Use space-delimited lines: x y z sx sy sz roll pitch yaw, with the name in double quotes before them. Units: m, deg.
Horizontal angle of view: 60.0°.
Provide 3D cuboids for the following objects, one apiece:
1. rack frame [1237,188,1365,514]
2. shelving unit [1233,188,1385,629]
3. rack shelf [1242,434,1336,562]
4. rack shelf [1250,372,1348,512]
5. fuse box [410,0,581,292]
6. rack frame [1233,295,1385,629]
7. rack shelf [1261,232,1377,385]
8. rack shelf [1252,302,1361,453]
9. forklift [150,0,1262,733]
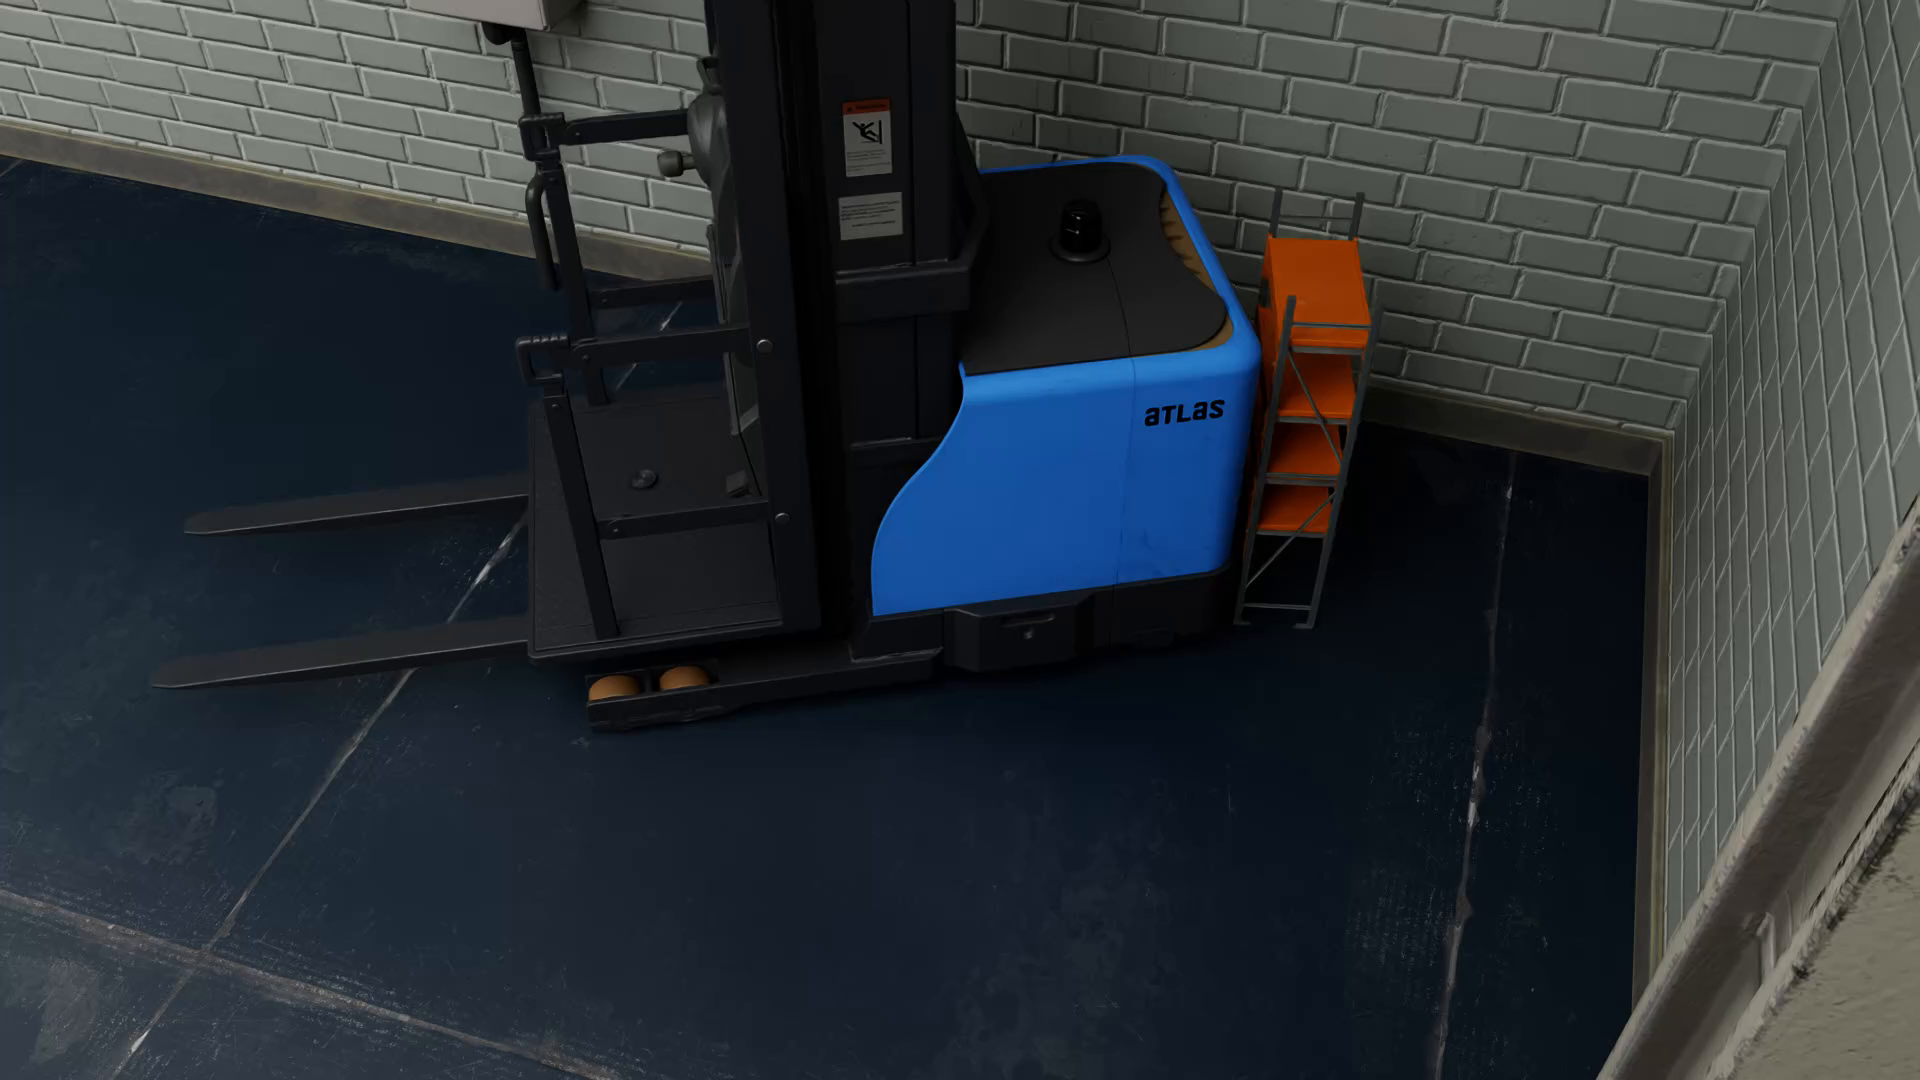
"rack frame" 0.974 -0.514 4.917 0.240 1.200 0.015 3 44 3
"shelving unit" 0.957 -0.343 4.743 0.258 1.200 0.503 3 44 3
"rack shelf" 0.957 -0.153 4.929 0.258 0.148 0.480 3 44 3
"rack shelf" 0.957 -0.295 4.790 0.258 0.148 0.480 3 44 3
"fuse box" -1.511 -1.529 5.589 0.539 1.711 0.414 13 46 13
"rack frame" 0.939 -0.173 4.569 0.240 1.200 0.015 3 44 3
"rack shelf" 0.957 -0.624 4.468 0.258 0.148 0.480 3 44 3
"rack shelf" 0.957 -0.455 4.634 0.258 0.148 0.480 3 44 3
"forklift" -0.776 -0.909 4.084 3.031 2.935 1.130 -7 45 -7
